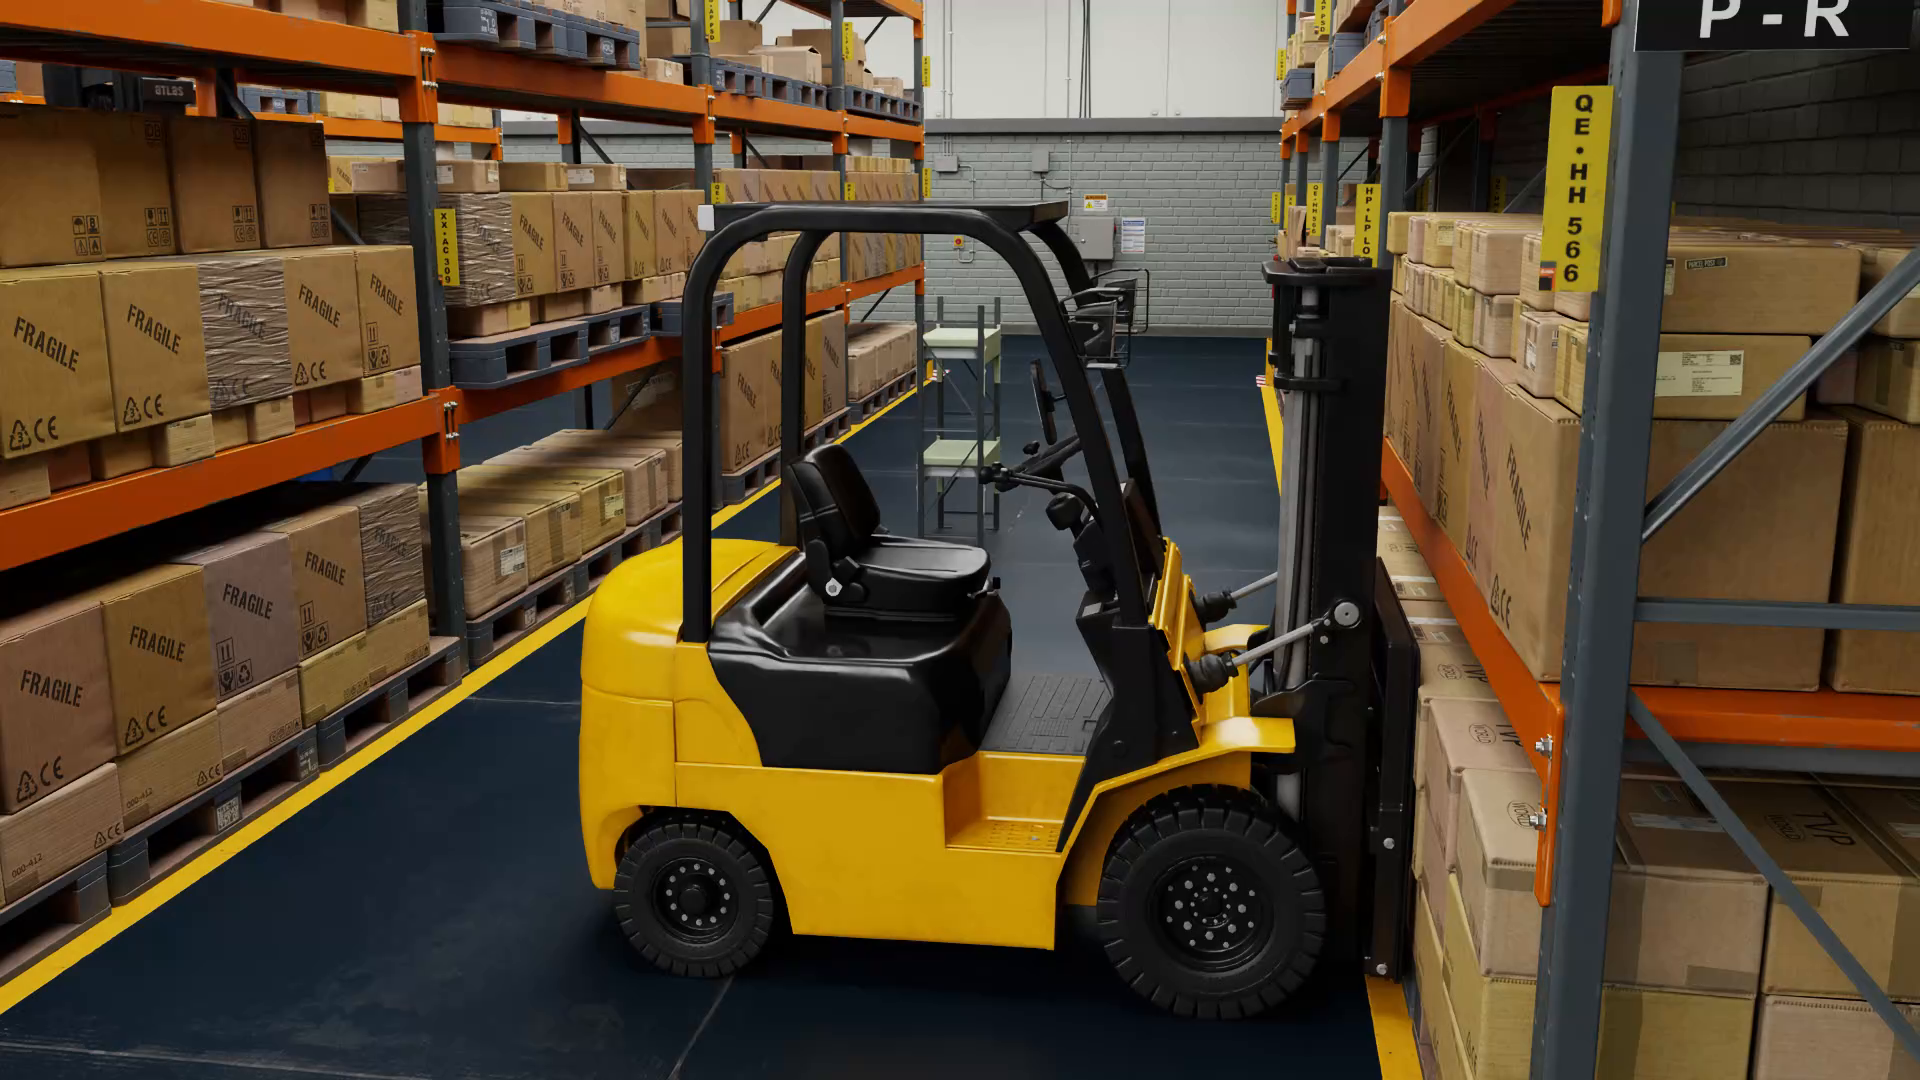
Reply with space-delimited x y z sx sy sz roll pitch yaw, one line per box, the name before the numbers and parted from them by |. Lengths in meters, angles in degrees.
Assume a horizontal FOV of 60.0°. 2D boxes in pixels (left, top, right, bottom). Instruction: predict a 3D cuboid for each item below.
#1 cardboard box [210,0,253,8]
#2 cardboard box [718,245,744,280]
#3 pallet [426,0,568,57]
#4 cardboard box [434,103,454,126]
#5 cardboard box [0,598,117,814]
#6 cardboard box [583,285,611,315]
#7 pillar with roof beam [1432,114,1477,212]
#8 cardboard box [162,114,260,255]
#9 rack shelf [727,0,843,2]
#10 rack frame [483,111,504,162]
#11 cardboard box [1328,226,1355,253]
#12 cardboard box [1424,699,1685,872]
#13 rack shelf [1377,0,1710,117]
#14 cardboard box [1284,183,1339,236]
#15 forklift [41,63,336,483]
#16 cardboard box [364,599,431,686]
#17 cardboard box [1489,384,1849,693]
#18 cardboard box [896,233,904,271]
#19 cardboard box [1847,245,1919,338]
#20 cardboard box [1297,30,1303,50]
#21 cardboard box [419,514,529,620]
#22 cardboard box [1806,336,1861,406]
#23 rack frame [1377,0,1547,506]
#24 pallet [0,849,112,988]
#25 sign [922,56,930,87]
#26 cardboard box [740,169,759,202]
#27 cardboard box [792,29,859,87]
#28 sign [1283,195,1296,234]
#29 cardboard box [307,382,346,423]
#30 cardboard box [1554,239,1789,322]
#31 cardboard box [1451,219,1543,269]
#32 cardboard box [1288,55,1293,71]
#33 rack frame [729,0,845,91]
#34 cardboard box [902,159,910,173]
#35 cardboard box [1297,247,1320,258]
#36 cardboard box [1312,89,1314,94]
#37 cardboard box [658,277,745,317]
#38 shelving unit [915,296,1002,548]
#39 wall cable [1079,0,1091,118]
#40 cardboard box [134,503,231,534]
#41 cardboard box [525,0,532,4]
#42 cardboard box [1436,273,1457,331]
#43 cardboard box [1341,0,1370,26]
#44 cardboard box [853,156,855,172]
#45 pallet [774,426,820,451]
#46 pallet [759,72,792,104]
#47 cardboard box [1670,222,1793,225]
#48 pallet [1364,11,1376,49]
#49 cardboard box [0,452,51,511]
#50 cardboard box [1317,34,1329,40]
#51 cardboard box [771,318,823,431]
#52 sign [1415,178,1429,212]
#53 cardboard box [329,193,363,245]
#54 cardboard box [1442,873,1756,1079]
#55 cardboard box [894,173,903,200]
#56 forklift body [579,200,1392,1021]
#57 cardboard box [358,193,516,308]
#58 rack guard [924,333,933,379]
cardboard box | -2.677 -1.911 5.715 0.380 0.149 0.250 2 12 10
cardboard box | -1.820 -1.958 11.627 0.500 0.250 0.500 2 12 8
pallet | -2.557 -2.356 7.632 1.213 0.211 1.003 2 12 9
cardboard box | -5.788 -4.574 17.835 0.500 0.250 0.500 2 12 11
cardboard box | -2.896 0.476 4.917 0.500 0.500 0.500 1 12 7
cardboard box | -2.132 -1.314 9.071 0.380 0.149 0.250 2 12 11
pillar with roof beam | 0.122 -5.550 14.884 9.100 9.000 0.400 2 12 9
cardboard box | -3.139 -1.349 6.318 0.700 0.500 0.500 2 12 9
rack shelf | -1.834 -4.491 12.629 1.077 0.370 4.000 2 12 9
rack frame | -5.818 -3.494 19.585 1.000 3.000 0.127 2 12 9
cardboard box | 2.383 -1.783 9.868 0.380 0.149 0.250 2 12 10
cardboard box | 1.368 0.574 3.867 0.500 0.250 0.500 2 12 10
rack shelf | 1.840 -1.395 4.433 1.077 0.370 4.000 2 12 9
cardboard box | 3.427 -3.235 16.255 0.500 0.500 0.500 2 12 10
forklift | -5.278 -1.321 9.666 1.130 2.935 3.031 7 14 30
cardboard box | -2.583 0.414 6.981 0.500 0.250 0.500 2 12 11
cardboard box | 1.349 -0.024 3.245 0.500 0.500 0.500 2 12 7
cardboard box | -0.886 -3.083 17.442 0.500 0.500 0.500 2 12 10
cardboard box | 1.796 -0.438 2.923 0.380 0.149 0.250 2 12 8
cardboard box | 2.834 -3.893 12.974 0.380 0.149 0.250 2 12 8
cardboard box | -2.679 0.114 8.087 0.950 0.372 0.625 2 12 9
cardboard box | 1.816 -0.345 3.199 0.380 0.149 0.250 2 12 9
rack frame | 2.148 -0.696 6.605 1.000 3.000 0.127 2 12 9
pallet | -3.201 1.156 4.630 1.003 0.211 1.213 2 12 9
sign | -0.378 -5.194 18.443 0.100 0.325 0.005 2 12 9
cardboard box | -1.758 -2.425 12.016 0.500 0.500 0.500 2 12 9
cardboard box | -1.229 -4.407 15.230 0.500 0.500 0.500 2 12 10
sign | 2.841 -2.801 14.315 0.100 0.325 0.005 2 12 9
cardboard box | -2.654 -0.553 6.535 0.380 0.149 0.250 2 12 9
cardboard box | 1.387 -0.509 3.252 0.380 0.149 0.250 2 12 9
cardboard box | 1.686 -0.880 4.975 0.380 0.149 0.250 2 12 8
cardboard box | 2.865 -3.857 13.514 0.380 0.149 0.250 2 12 9
rack frame | -1.527 -5.454 14.443 1.000 3.000 0.127 2 12 9
cardboard box | -0.741 -4.018 17.867 0.380 0.149 0.250 2 12 8
cardboard box | 2.606 -1.891 11.508 0.500 0.250 0.500 1 12 6
cardboard box | 3.205 -4.009 14.504 0.500 0.250 0.500 2 12 9
cardboard box | -1.818 -1.710 11.662 0.500 0.250 0.500 2 12 8
shelving unit | -0.001 -0.732 10.329 0.431 1.500 0.755 2 12 9
wall cable | 3.174 -7.376 23.269 2.988 3.039 0.133 2 12 9
cardboard box | -3.185 0.142 6.466 0.500 0.500 0.500 2 12 11
cardboard box | -2.271 -2.563 7.507 0.500 0.250 0.500 2 12 7
cardboard box | 1.582 -0.683 4.767 0.380 0.149 0.250 2 12 7
cardboard box | 2.432 -3.047 8.922 0.700 0.500 0.500 2 12 8
cardboard box | -1.201 -3.542 15.660 0.380 0.149 0.250 2 12 8
pallet | -1.756 -0.741 13.430 1.003 0.211 1.213 2 12 9
pallet | -1.926 -3.432 12.626 1.003 0.211 1.213 2 12 11
cardboard box | 2.099 -0.814 4.669 0.380 0.149 0.250 2 12 10
pallet | 2.578 -2.526 8.423 1.003 0.211 1.213 2 12 11
cardboard box | -2.879 -0.177 4.790 0.380 0.149 0.250 2 12 10
cardboard box | 2.723 -3.614 11.725 0.380 0.149 0.250 2 12 9
cardboard box | -1.674 -1.368 13.770 0.875 0.875 0.875 2 12 10
sign | 3.927 -2.911 14.130 0.100 0.325 0.005 2 12 9
cardboard box | -2.913 -1.360 7.742 0.500 0.500 0.500 2 12 8
cardboard box | 1.299 0.919 3.451 0.500 0.250 0.500 2 12 8
cardboard box | -0.881 -3.571 17.335 0.500 0.500 0.500 2 12 8
forklift body | 0.022 0.097 4.936 2.313 2.155 1.214 2 12 9
cardboard box | -2.402 -1.344 7.671 0.500 0.500 0.500 2 12 10
rack guard | -0.908 -2.138 19.225 1.175 0.500 0.348 2 12 9
